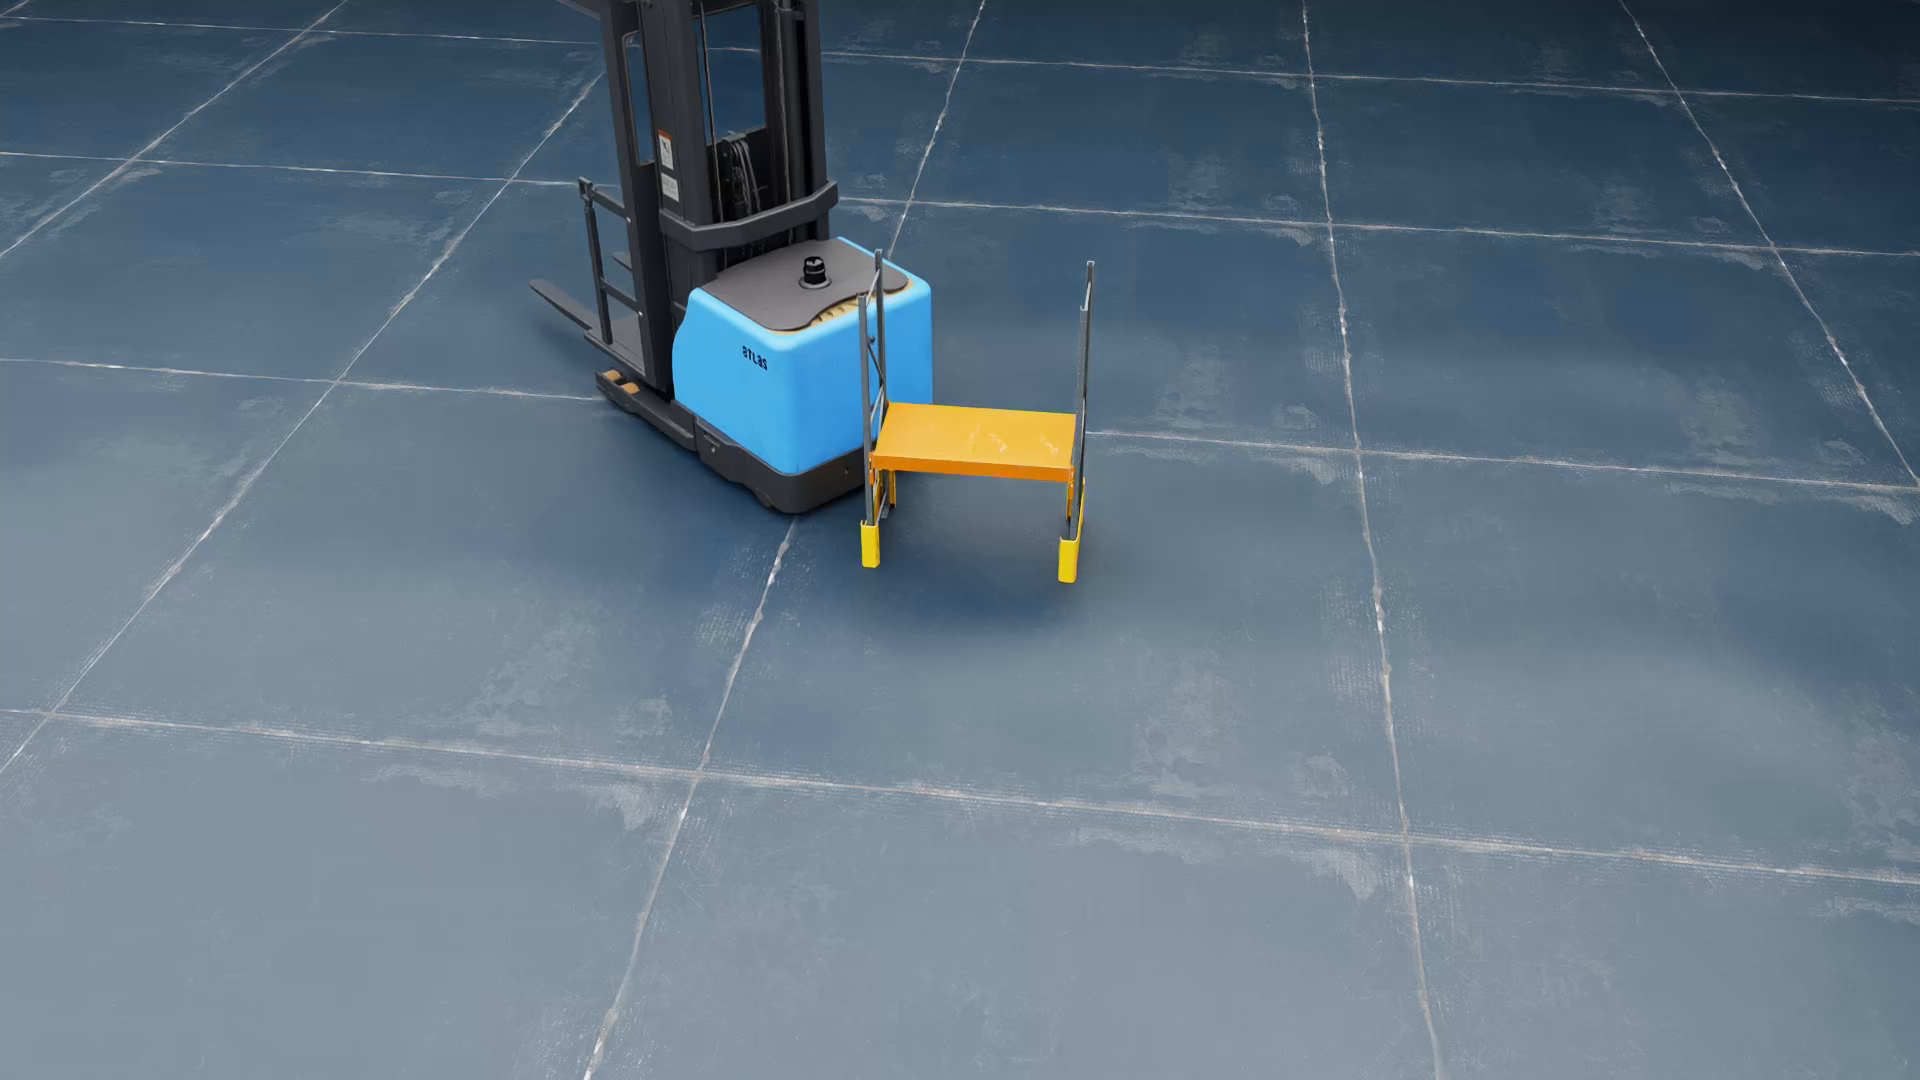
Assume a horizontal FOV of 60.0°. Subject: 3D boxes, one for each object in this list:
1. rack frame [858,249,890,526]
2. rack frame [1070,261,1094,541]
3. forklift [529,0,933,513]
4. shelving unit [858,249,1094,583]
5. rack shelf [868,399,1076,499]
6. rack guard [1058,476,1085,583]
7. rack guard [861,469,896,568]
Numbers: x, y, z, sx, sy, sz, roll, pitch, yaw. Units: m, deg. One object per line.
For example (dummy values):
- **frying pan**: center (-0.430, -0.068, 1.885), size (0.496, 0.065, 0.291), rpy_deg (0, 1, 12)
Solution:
- **rack frame**: center (-0.420, -0.642, 8.215), size (0.032, 1.500, 0.500), rpy_deg (4, 36, 6)
- **rack frame**: center (0.589, -0.567, 8.110), size (0.032, 1.500, 0.500), rpy_deg (4, 36, 6)
- **forklift**: center (-1.481, -2.110, 9.040), size (1.130, 2.935, 3.031), rpy_deg (-27, 43, -32)
- **shelving unit**: center (0.076, -0.605, 8.163), size (1.083, 1.500, 0.587), rpy_deg (4, 36, 6)
- **rack shelf**: center (0.085, -0.458, 8.267), size (1.000, 0.185, 0.538), rpy_deg (4, 36, 6)
- **rack guard**: center (0.570, -0.059, 8.475), size (0.087, 0.250, 0.587), rpy_deg (4, 36, 6)
- **rack guard**: center (-0.418, -0.133, 8.578), size (0.087, 0.250, 0.587), rpy_deg (4, 36, 6)
